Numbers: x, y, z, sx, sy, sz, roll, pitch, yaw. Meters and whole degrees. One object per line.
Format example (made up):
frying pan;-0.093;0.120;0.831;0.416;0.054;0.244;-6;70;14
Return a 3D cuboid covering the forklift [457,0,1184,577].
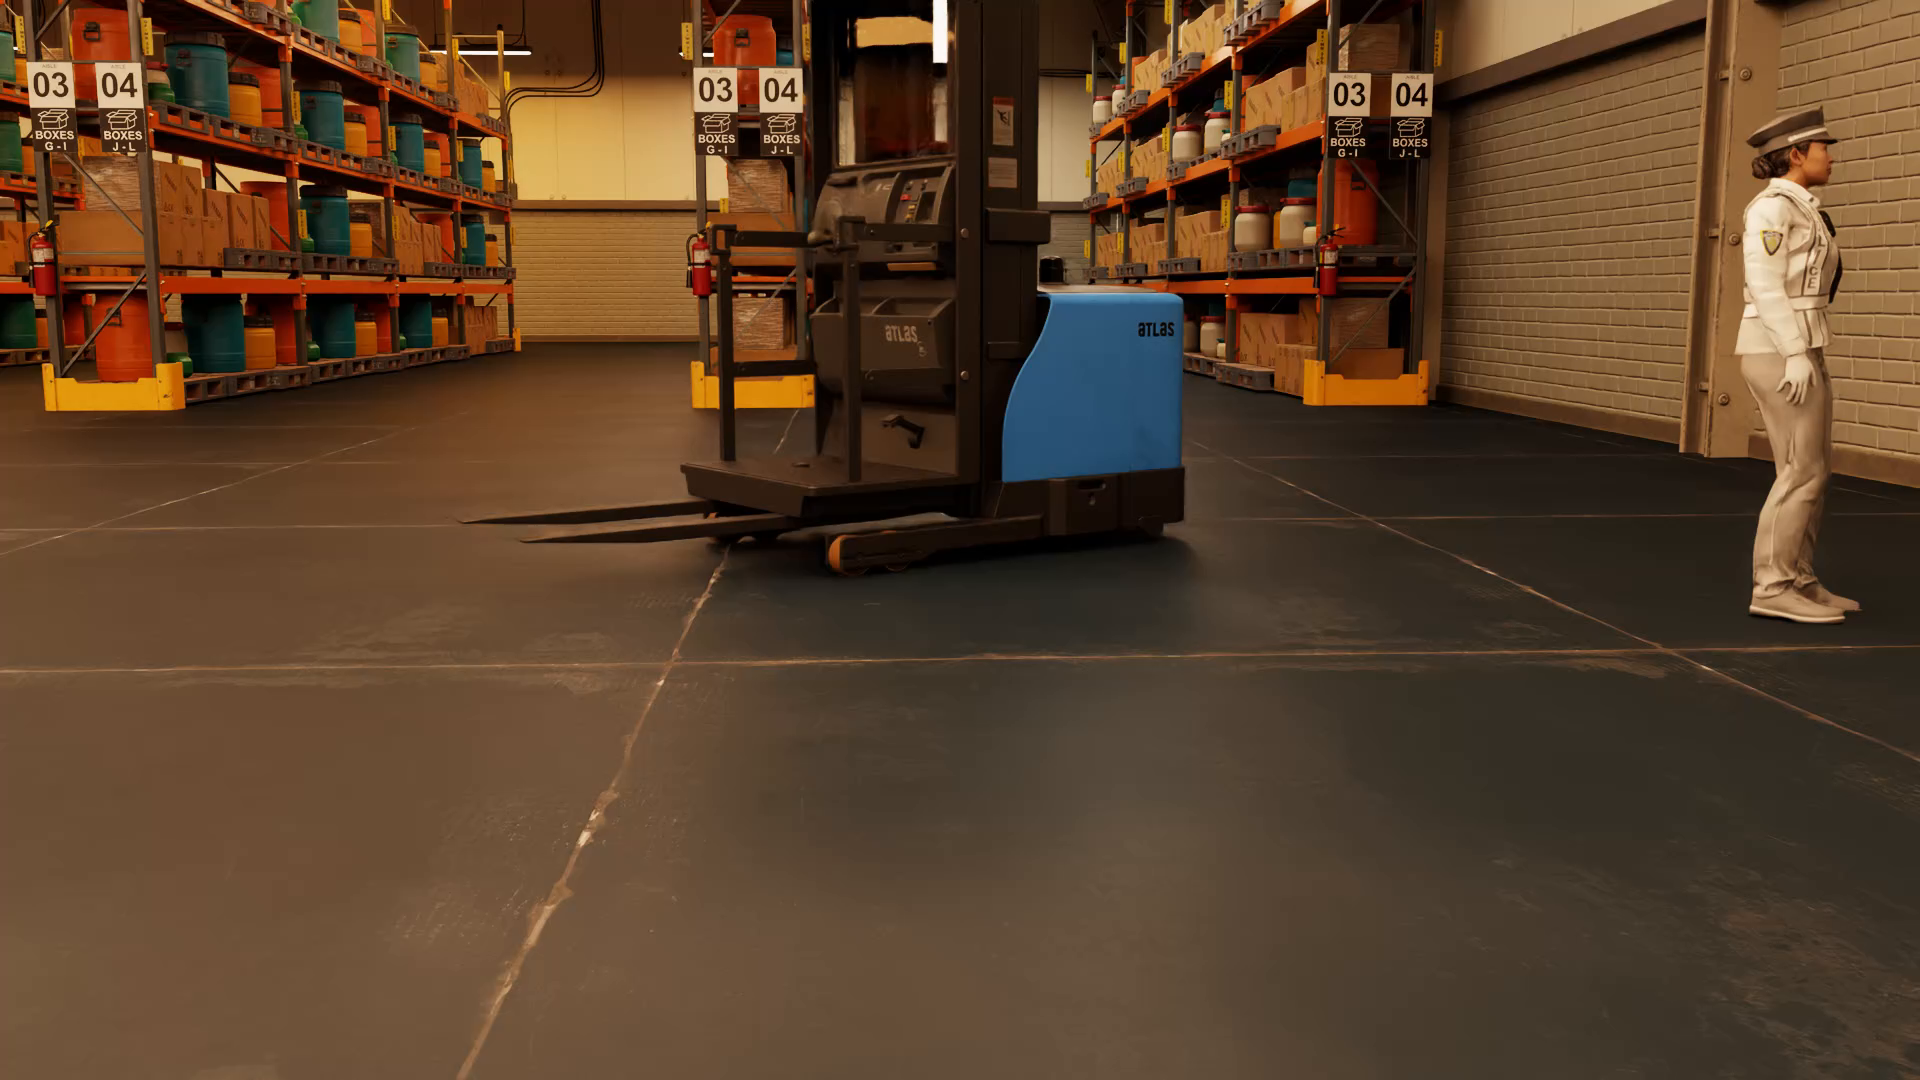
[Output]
forklift;-0.490;-1.396;6.734;3.031;2.935;1.130;-6;10;-36

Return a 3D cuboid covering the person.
person;2.820;-0.585;5.566;0.446;1.710;0.569;5;10;32
